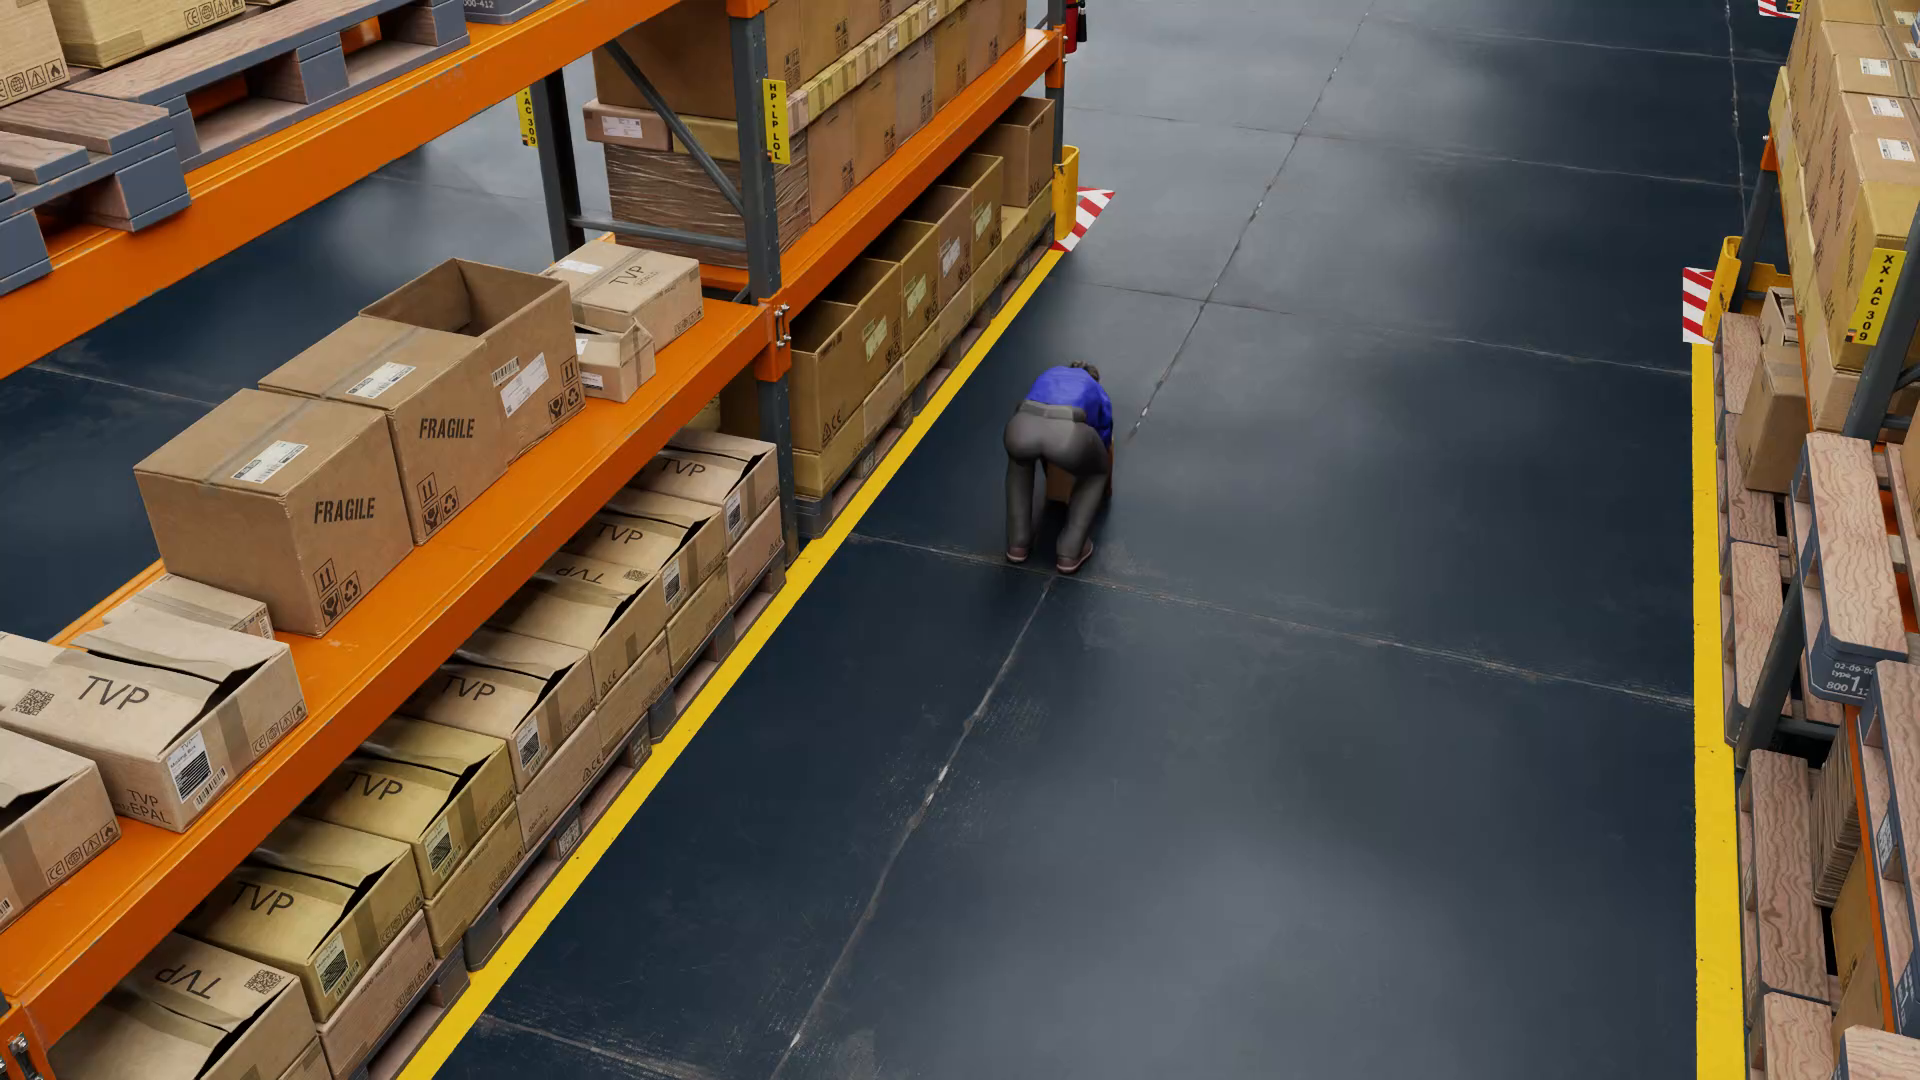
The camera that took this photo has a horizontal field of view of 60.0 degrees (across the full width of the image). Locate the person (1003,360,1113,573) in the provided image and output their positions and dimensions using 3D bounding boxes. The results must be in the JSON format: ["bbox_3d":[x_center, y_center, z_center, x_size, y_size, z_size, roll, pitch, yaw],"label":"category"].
[{"bbox_3d":[0.449,-0.382,7.446,0.465,0.863,0.866,10,35,14],"label":"person"}]
